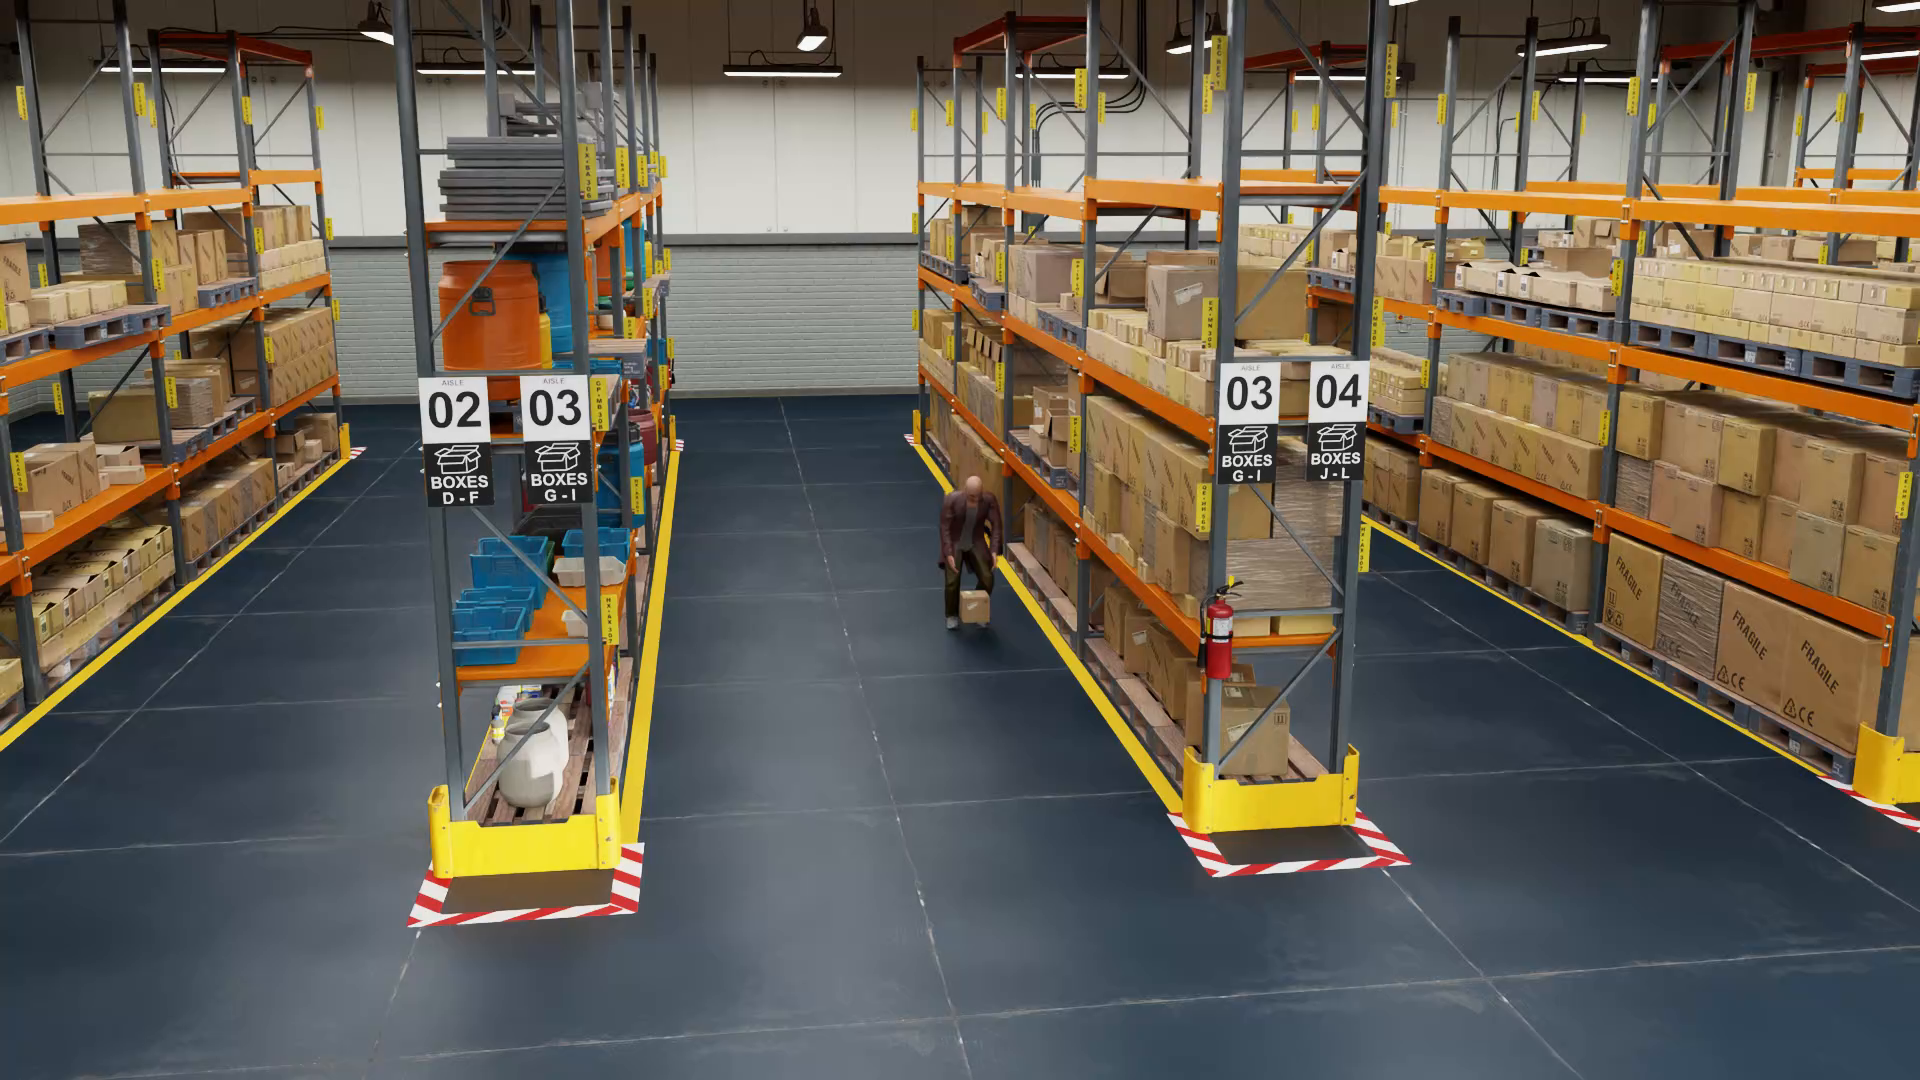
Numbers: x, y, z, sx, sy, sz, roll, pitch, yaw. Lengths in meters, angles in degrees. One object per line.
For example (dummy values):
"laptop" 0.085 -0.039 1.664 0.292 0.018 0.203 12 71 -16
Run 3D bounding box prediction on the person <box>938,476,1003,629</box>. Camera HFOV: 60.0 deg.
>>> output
"person" 0.096 0.092 16.164 0.628 1.538 0.635 -2 13 -8
